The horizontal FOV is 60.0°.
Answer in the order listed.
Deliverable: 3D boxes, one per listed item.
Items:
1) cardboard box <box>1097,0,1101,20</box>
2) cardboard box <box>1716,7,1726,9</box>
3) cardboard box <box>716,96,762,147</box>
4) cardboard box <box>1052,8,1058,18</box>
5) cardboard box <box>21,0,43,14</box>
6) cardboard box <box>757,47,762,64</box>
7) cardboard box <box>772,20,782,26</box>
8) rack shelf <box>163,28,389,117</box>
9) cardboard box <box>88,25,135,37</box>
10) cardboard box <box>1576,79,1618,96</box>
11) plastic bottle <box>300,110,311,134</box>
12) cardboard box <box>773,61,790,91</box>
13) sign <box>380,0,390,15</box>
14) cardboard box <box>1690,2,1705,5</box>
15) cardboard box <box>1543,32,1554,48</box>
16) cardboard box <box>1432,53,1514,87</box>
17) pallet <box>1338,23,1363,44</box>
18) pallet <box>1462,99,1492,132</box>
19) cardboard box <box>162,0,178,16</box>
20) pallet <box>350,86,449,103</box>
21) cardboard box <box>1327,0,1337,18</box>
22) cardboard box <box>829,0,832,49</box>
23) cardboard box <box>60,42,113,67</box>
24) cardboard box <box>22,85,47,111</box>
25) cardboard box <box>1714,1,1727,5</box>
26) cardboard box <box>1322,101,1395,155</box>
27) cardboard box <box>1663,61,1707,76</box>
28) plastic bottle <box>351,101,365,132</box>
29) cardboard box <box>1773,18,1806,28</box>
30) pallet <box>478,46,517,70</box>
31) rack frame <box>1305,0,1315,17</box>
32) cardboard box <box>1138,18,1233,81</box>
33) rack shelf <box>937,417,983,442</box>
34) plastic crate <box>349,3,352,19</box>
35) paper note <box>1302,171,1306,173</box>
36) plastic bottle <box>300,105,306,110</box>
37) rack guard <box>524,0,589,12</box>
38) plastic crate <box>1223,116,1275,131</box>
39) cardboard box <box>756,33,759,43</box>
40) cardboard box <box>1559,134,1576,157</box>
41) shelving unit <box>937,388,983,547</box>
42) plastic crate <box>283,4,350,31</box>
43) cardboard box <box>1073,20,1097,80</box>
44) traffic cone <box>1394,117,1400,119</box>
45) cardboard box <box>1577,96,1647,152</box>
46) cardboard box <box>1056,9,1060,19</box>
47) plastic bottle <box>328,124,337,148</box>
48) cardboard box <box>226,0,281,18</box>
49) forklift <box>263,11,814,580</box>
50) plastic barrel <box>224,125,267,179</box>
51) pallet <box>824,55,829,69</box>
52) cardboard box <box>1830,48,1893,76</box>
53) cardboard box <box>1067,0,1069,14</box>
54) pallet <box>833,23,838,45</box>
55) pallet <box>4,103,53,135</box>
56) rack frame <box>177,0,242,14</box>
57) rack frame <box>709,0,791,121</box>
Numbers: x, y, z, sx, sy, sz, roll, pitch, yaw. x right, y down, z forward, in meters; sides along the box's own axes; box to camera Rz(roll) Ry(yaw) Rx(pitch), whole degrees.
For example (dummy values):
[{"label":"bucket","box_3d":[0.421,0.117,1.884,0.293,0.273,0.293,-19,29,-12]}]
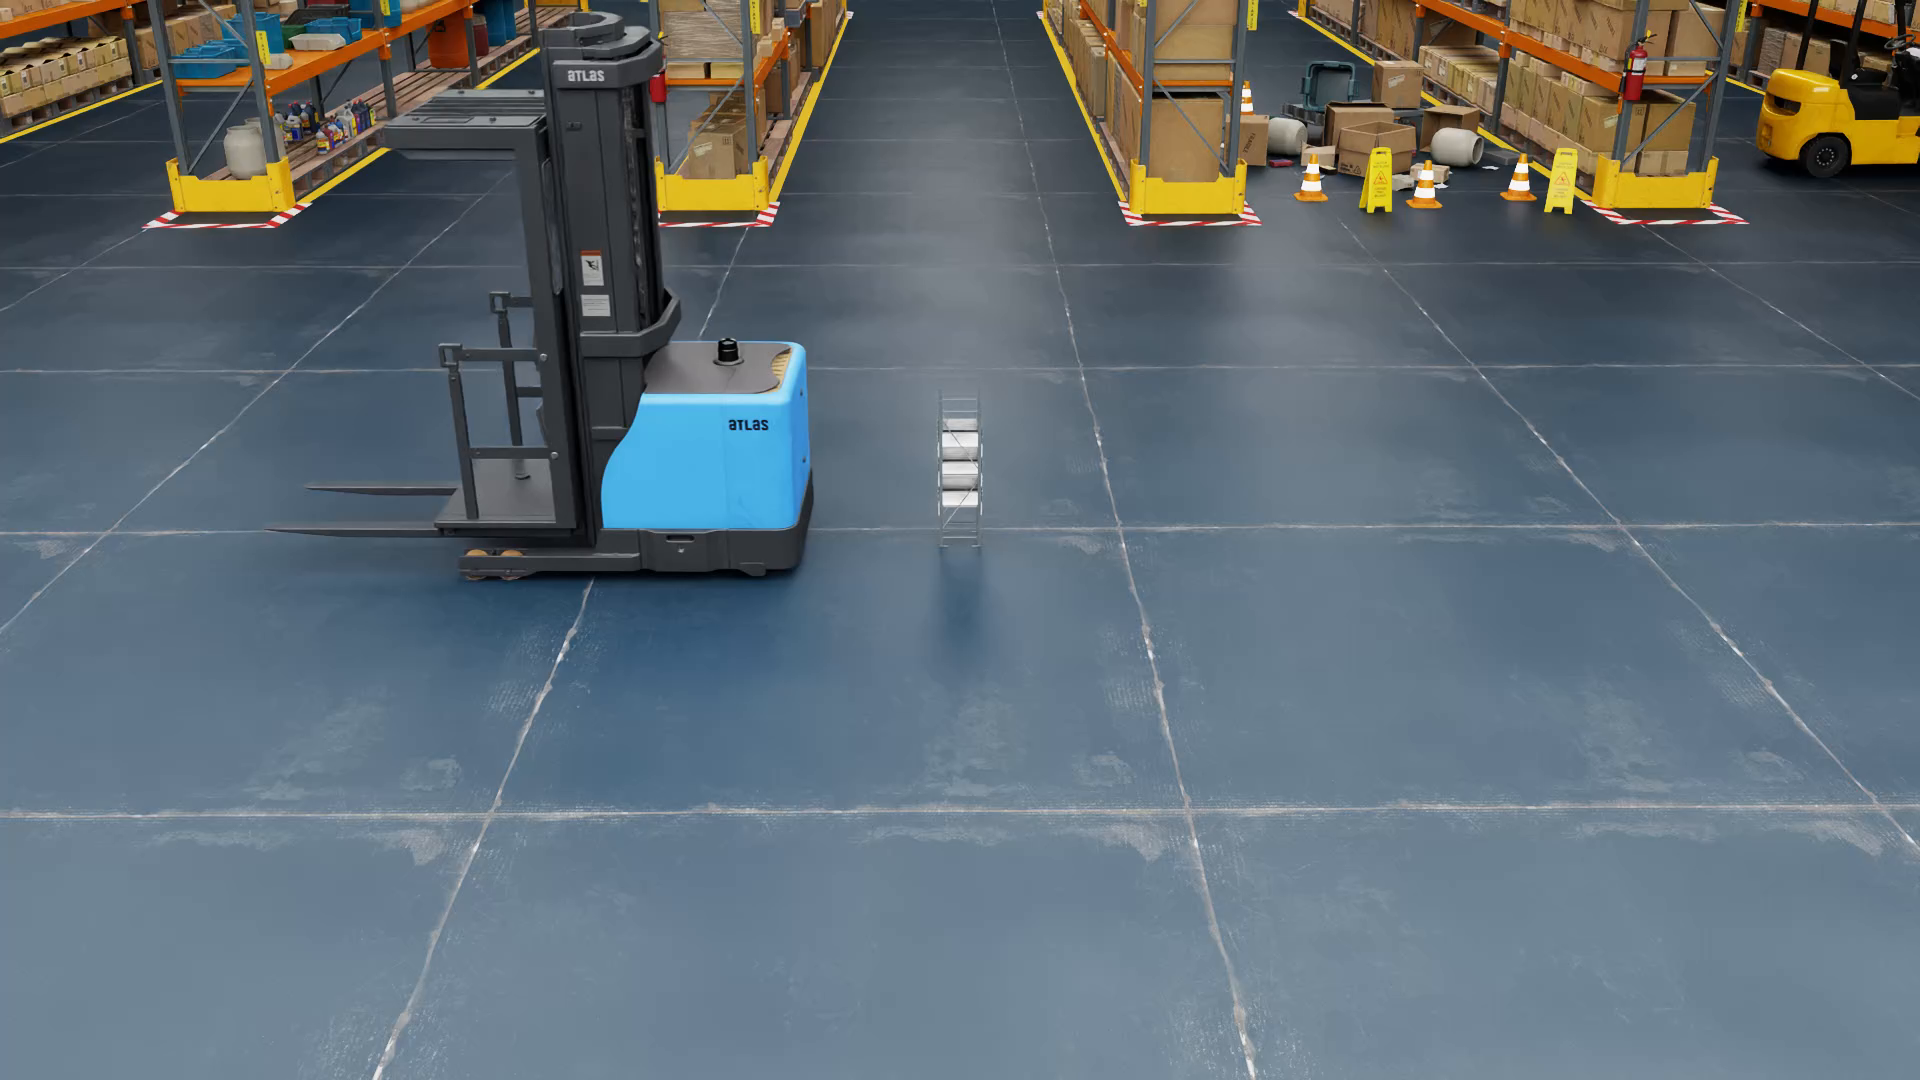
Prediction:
[{"label":"cardboard box","box_3d":[2.038,-6.940,21.333,0.500,0.500,0.500,-1,24,-1]},{"label":"cardboard box","box_3d":[11.940,-8.305,26.210,0.380,0.149,0.250,-1,24,-3]},{"label":"cardboard box","box_3d":[-2.580,-4.888,19.441,0.500,0.500,0.500,-2,24,-5]},{"label":"cardboard box","box_3d":[1.873,-9.569,30.217,0.380,0.149,0.250,-1,24,-3]},{"label":"cardboard box","box_3d":[-12.553,-7.234,21.984,0.500,0.500,0.500,0,24,0]},{"label":"cardboard box","box_3d":[-2.356,-5.260,18.044,0.380,0.149,0.250,0,24,-1]},{"label":"cardboard box","box_3d":[-2.355,-6.187,20.095,0.380,0.149,0.250,0,24,-1]},{"label":"rack shelf","box_3d":[-7.575,-5.318,18.741,1.077,0.370,4.000,0,24,-1]},{"label":"cardboard box","box_3d":[-12.838,-7.543,25.287,0.500,0.500,0.500,1,24,2]},{"label":"cardboard box","box_3d":[6.968,-4.944,18.171,0.380,0.149,0.250,0,24,1]},{"label":"plastic bottle","box_3d":[-7.880,-5.033,20.016,0.097,0.271,0.097,0,24,0]},{"label":"cardboard box","box_3d":[-2.616,-6.003,21.883,0.700,0.500,0.500,0,24,-1]},{"label":"sign","box_3d":[-7.046,-6.594,20.353,0.100,0.325,0.005,0,24,-1]},{"label":"cardboard box","box_3d":[7.572,-5.479,17.742,0.500,0.500,0.500,0,24,1]},{"label":"cardboard box","box_3d":[6.953,-5.763,19.158,0.380,0.149,0.250,0,24,0]},{"label":"cardboard box","box_3d":[7.234,-6.642,23.474,0.950,0.372,0.625,-1,24,-2]},{"label":"pallet","box_3d":[7.248,-8.876,29.119,1.003,0.211,1.213,0,24,-1]},{"label":"pallet","box_3d":[7.255,-5.587,21.846,1.003,0.211,1.213,0,24,-1]},{"label":"cardboard box","box_3d":[-12.865,-8.536,26.573,0.500,0.250,0.500,0,24,0]},{"label":"pallet","box_3d":[-7.660,-6.026,22.818,1.003,0.211,1.213,0,24,-1]},{"label":"cardboard box","box_3d":[7.260,-9.856,30.503,0.875,0.438,0.875,0,24,1]},{"label":"cardboard box","box_3d":[-2.694,-8.380,26.707,1.225,0.875,0.875,-1,24,-2]},{"label":"cardboard box","box_3d":[-12.329,-6.862,23.429,0.500,0.311,0.500,-1,24,-1]},{"label":"cardboard box","box_3d":[-12.311,-5.765,21.684,0.500,0.250,0.500,0,24,1]},{"label":"cardboard box","box_3d":[12.432,-8.627,26.921,0.380,0.149,0.250,0,24,1]},{"label":"cardboard box","box_3d":[4.740,-4.910,19.831,0.797,0.637,0.503,0,24,-1]},{"label":"cardboard box","box_3d":[7.512,-4.915,17.281,0.380,0.149,0.250,0,24,0]},{"label":"plastic bottle","box_3d":[-7.299,-5.120,20.111,0.144,0.351,0.185,-1,24,-3]},{"label":"cardboard box","box_3d":[12.491,-7.773,25.032,0.380,0.149,0.250,1,24,2]},{"label":"pallet","box_3d":[-7.701,-7.673,26.460,1.003,0.211,1.213,0,24,-1]},{"label":"rack frame","box_3d":[7.135,-11.481,31.495,1.000,3.000,0.127,0,24,-1]},{"label":"cardboard box","box_3d":[2.311,-5.045,17.083,0.875,0.550,0.550,0,24,-1]},{"label":"rack shelf","box_3d":[0.000,-0.629,9.474,0.258,0.077,0.200,0,24,-1]},{"label":"plastic crate","box_3d":[-7.920,-6.915,21.420,0.392,0.384,0.575,0,24,-1]},{"label":"paper note","box_3d":[3.960,-4.228,19.086,0.032,0.001,0.123,13,27,27]},{"label":"plastic bottle","box_3d":[-8.001,-5.163,20.296,0.152,0.276,0.135,1,24,1]},{"label":"rack guard","box_3d":[-7.741,-10.285,31.884,1.175,0.500,0.348,0,24,-1]},{"label":"plastic crate","box_3d":[3.629,-5.152,20.843,0.450,0.188,0.662,3,22,31]},{"label":"cardboard box","box_3d":[-2.667,-5.663,18.149,0.875,0.500,0.500,0,24,-1]},{"label":"cardboard box","box_3d":[7.033,-4.372,18.604,0.500,0.250,0.500,0,24,0]},{"label":"shelving unit","box_3d":[0.000,-0.413,9.572,0.258,0.900,0.210,0,24,-1]},{"label":"plastic crate","box_3d":[-7.718,-6.225,19.949,0.767,0.338,0.504,0,24,-1]},{"label":"cardboard box","box_3d":[2.190,-7.036,23.887,1.050,0.750,0.750,-1,24,-1]},{"label":"traffic cone","box_3d":[5.852,-5.885,22.201,0.336,0.463,0.334,0,24,-1]},{"label":"cardboard box","box_3d":[7.040,-4.497,17.971,0.500,0.500,0.500,0,24,0]},{"label":"cardboard box","box_3d":[1.872,-9.147,28.923,0.380,0.149,0.250,-1,24,-2]},{"label":"plastic bottle","box_3d":[-7.265,-4.668,19.209,0.097,0.271,0.097,0,24,0]},{"label":"cardboard box","box_3d":[-12.663,-9.582,29.793,0.797,0.503,0.637,0,24,-1]},{"label":"forklift","box_3d":[-2.406,-1.328,9.130,3.031,2.935,1.130,0,24,1]},{"label":"plastic barrel","box_3d":[-7.637,-4.150,17.795,0.421,0.512,0.421,0,24,0]},{"label":"pallet","box_3d":[-2.631,-7.696,26.510,1.003,0.211,1.213,0,24,-1]},{"label":"cardboard box","box_3d":[12.211,-6.204,22.200,0.875,0.625,0.625,0,24,-1]},{"label":"cardboard box","box_3d":[1.982,-8.638,26.823,0.500,0.250,0.500,0,24,1]},{"label":"pallet","box_3d":[-2.661,-8.831,29.021,1.003,0.211,1.213,0,24,-1]},{"label":"pallet","box_3d":[-12.597,-5.482,21.614,1.003,0.211,1.213,0,24,-1]},{"label":"rack frame","box_3d":[-12.637,-9.745,27.657,1.000,3.000,0.127,0,24,-1]},{"label":"rack frame","box_3d":[-2.644,-6.492,20.464,1.000,3.000,0.127,0,24,-1]}]
